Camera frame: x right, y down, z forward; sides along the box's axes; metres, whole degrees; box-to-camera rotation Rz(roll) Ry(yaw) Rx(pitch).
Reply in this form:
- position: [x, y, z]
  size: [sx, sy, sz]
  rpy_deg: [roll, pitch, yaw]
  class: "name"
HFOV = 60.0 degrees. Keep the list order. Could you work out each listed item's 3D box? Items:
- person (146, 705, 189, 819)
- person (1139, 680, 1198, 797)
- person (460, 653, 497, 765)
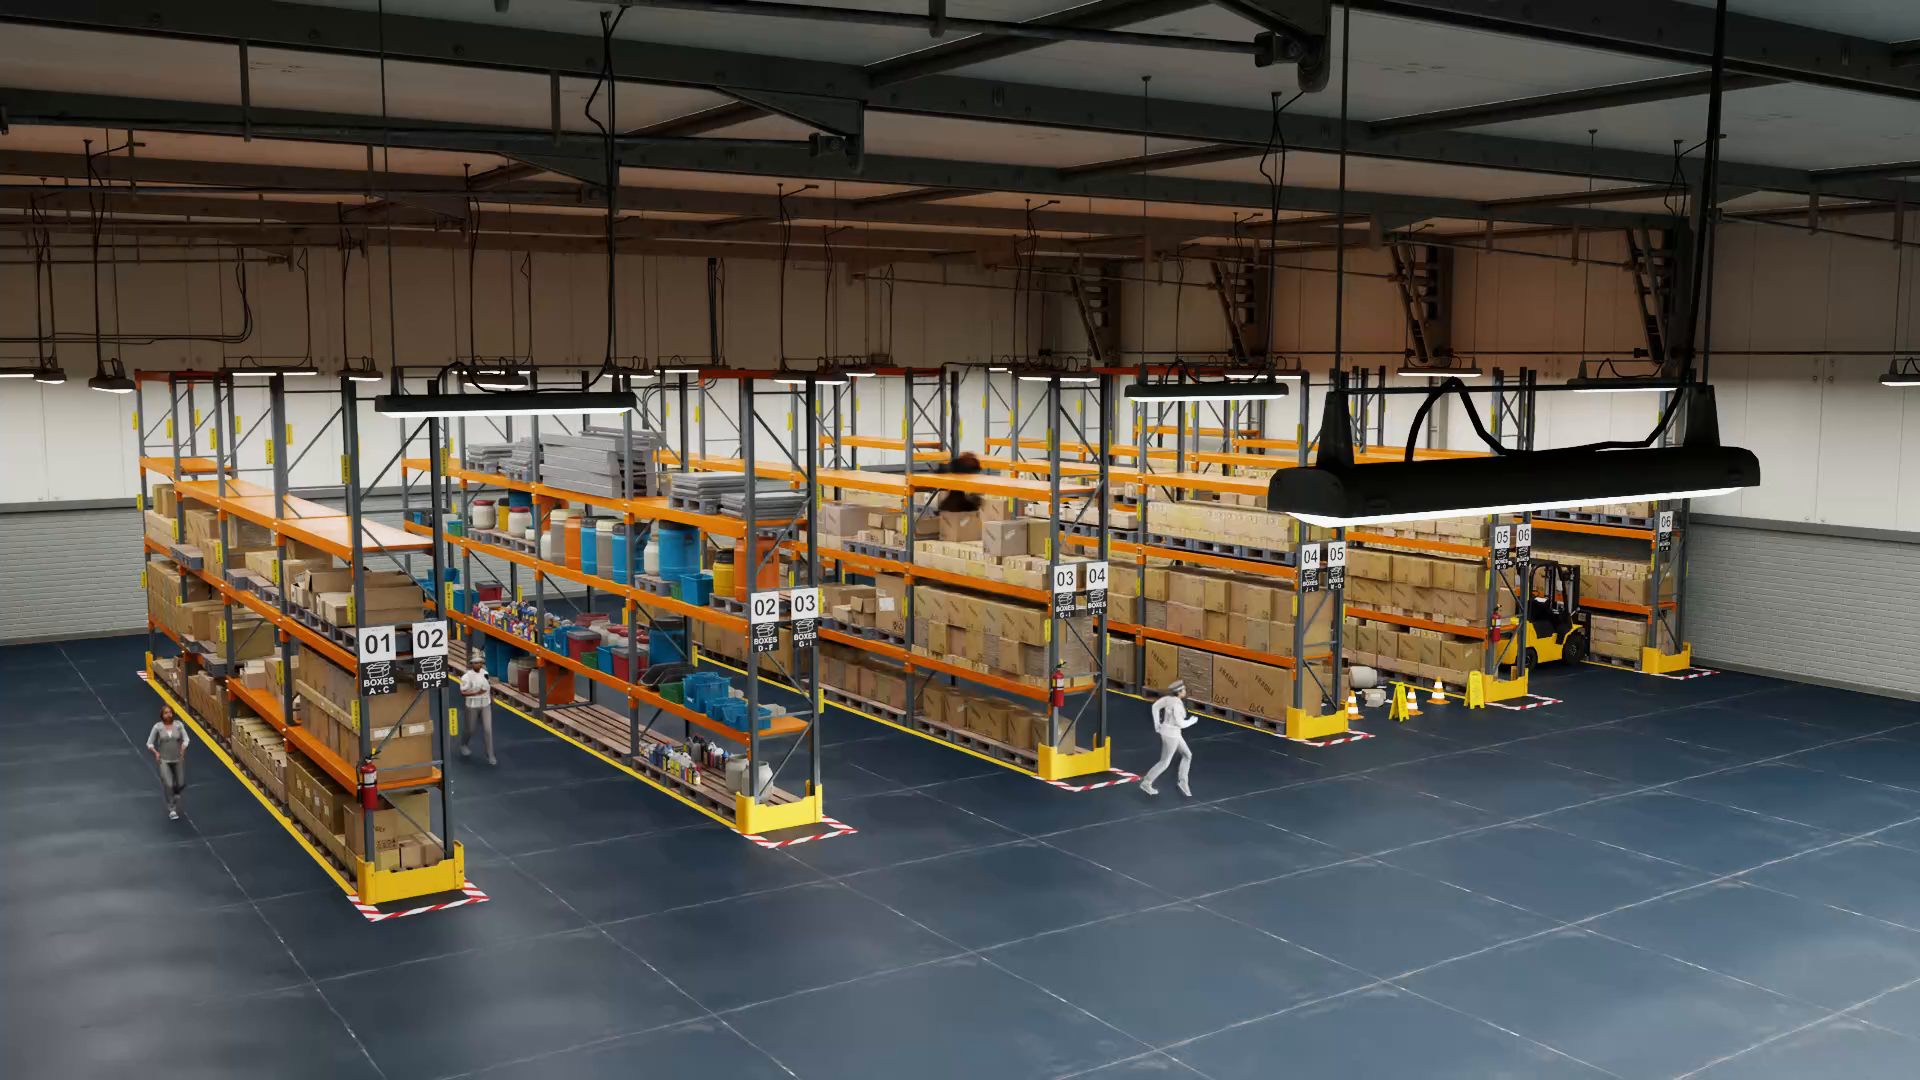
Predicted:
- position: [-10.784, 3.007, 22.672]
  size: [0.535, 1.548, 0.567]
  rpy_deg: [-4, 8, -33]
  class: "person"
- position: [2.960, 2.836, 23.656]
  size: [0.825, 1.724, 0.638]
  rpy_deg: [-1, 6, -6]
  class: "person"
- position: [-7.453, 2.577, 25.704]
  size: [0.575, 1.673, 0.938]
  rpy_deg: [-5, 8, -40]
  class: "person"
